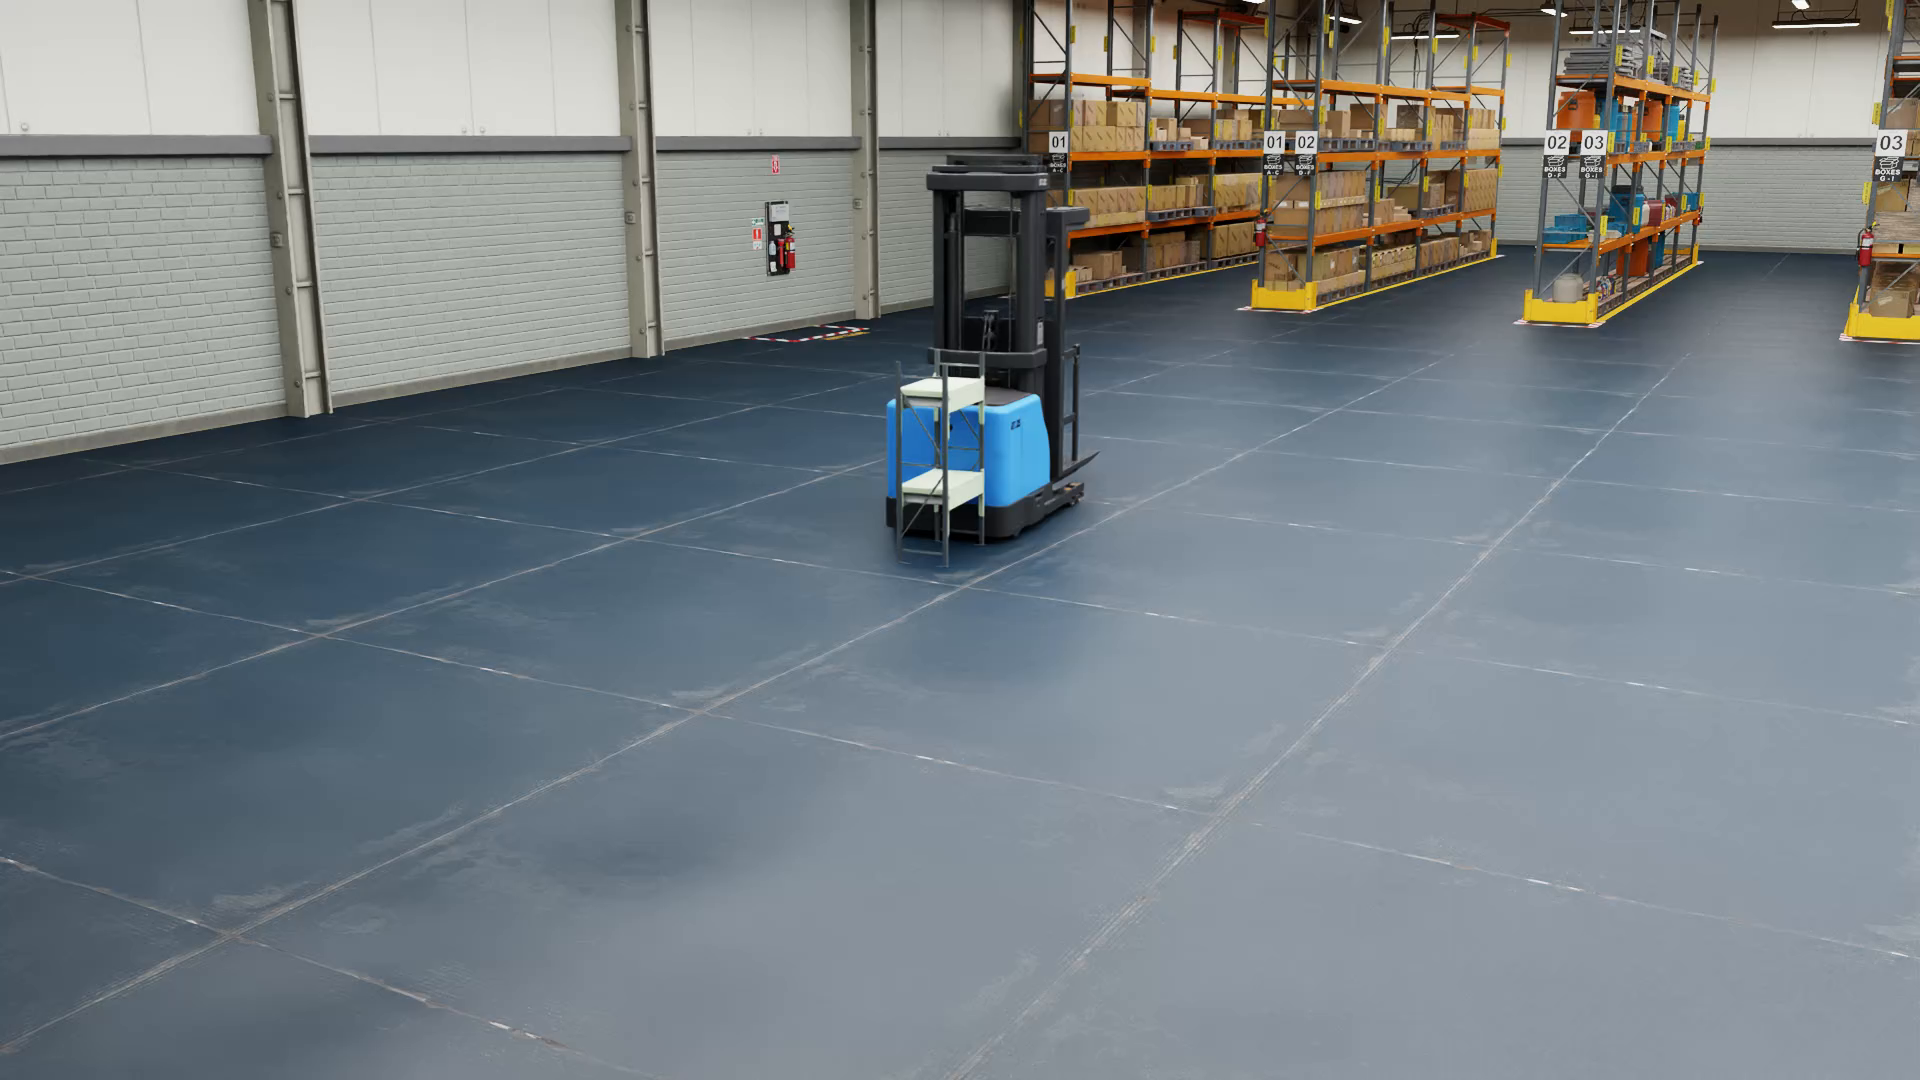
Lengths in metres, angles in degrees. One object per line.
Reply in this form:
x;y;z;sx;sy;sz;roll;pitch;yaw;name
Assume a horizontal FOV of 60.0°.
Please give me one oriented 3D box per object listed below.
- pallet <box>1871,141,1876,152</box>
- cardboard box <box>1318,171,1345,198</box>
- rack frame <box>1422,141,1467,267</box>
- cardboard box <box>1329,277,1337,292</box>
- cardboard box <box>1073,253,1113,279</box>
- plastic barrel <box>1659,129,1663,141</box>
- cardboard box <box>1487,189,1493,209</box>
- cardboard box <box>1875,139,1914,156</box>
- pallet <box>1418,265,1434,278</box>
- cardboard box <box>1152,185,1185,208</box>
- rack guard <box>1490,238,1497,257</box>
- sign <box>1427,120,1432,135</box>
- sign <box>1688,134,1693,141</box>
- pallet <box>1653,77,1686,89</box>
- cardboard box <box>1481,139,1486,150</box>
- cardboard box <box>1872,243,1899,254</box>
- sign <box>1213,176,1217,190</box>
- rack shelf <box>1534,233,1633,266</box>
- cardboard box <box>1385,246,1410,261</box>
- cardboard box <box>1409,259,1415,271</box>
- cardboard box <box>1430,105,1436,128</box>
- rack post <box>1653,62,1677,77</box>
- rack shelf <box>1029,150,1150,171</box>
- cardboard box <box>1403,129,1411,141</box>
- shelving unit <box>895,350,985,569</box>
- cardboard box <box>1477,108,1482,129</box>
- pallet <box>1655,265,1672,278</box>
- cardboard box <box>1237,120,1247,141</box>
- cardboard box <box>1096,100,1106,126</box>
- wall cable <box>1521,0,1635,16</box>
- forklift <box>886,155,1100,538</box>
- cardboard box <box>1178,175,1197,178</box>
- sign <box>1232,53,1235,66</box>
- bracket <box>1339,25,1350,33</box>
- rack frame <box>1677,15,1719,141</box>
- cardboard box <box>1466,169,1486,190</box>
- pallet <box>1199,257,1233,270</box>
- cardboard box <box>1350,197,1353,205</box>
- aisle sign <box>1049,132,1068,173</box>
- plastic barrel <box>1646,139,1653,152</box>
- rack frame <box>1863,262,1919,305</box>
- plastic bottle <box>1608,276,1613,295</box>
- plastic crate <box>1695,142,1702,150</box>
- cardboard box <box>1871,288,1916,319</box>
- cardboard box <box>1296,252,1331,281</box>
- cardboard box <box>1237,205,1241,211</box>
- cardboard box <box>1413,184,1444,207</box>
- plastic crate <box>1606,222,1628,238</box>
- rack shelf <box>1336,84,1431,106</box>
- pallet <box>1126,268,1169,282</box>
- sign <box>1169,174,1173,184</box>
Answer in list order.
18.833;-7.811;33.037;1.213;0.211;1.003;8;16;31;pallet
7.028;-6.888;32.222;0.700;0.500;0.500;7;15;28;cardboard box
11.832;-8.250;40.856;1.000;3.000;0.127;7;15;28;rack frame
6.965;-4.946;32.121;0.500;0.250;0.500;7;15;28;cardboard box
2.780;-5.741;34.843;0.700;0.500;0.500;6;15;25;cardboard box
14.946;-8.646;35.532;0.294;0.245;0.294;0;14;0;plastic barrel
13.540;-8.890;43.296;0.500;0.500;0.500;8;15;29;cardboard box
14.712;-6.178;26.181;0.500;0.250;0.500;8;16;29;cardboard box
10.292;-6.223;38.396;1.003;0.211;1.213;7;15;28;pallet
4.759;-7.897;38.238;0.700;0.500;0.500;7;15;28;cardboard box
13.729;-7.840;44.488;1.175;0.500;0.348;7;15;28;rack guard
10.380;-9.113;36.763;0.100;0.325;0.005;7;15;28;sign
16.647;-9.088;37.912;0.100;0.325;0.005;7;15;28;sign
14.608;-9.643;35.086;1.213;0.211;1.003;7;15;28;pallet
13.011;-10.015;42.095;0.500;0.250;0.500;7;15;28;cardboard box
14.658;-4.625;26.354;0.380;0.149;0.250;7;15;28;cardboard box
6.040;-8.455;39.403;0.100;0.325;0.005;7;15;28;sign
11.332;-5.287;30.099;1.077;0.370;4.000;7;15;28;rack shelf
9.615;-6.327;36.652;0.500;0.311;0.500;7;15;27;cardboard box
9.857;-6.162;37.163;0.500;0.250;0.500;8;16;29;cardboard box
10.608;-9.721;38.208;0.500;0.500;0.500;7;15;28;cardboard box
14.547;-9.901;35.062;0.954;0.300;0.937;7;15;28;rack post
2.659;-7.868;34.403;1.077;0.370;4.000;7;15;28;rack shelf
9.491;-8.810;36.202;0.500;0.250;0.500;8;16;30;cardboard box
-0.140;-0.618;12.398;0.431;1.500;0.755;5;15;21;shelving unit
12.636;-10.537;41.595;0.700;0.500;0.500;7;15;28;cardboard box
15.757;-6.179;38.215;1.003;0.211;1.213;7;15;28;pallet
6.760;-10.242;41.565;0.700;0.500;0.500;7;15;27;cardboard box
2.616;-8.607;33.544;0.500;0.500;0.500;8;16;30;cardboard box
17.552;-16.168;47.040;3.097;2.526;0.112;7;15;28;wall cable
0.431;-1.743;14.010;1.130;2.935;3.031;5;15;21;forklift
5.552;-8.680;40.148;0.500;0.250;0.500;8;16;30;cardboard box
7.020;-12.326;42.631;0.100;0.325;0.005;7;15;28;sign
11.632;-15.481;50.367;0.235;0.232;0.430;7;15;28;bracket
18.100;-11.426;41.226;1.000;3.000;0.127;7;15;28;rack frame
13.053;-9.167;42.312;0.500;0.500;0.500;8;16;30;cardboard box
6.007;-6.788;40.739;1.003;0.211;1.213;7;15;28;pallet
7.527;-6.685;32.763;0.380;0.149;0.250;7;15;28;cardboard box
1.920;-7.564;32.462;0.394;0.787;0.004;7;15;28;aisle sign
13.822;-7.971;33.594;0.301;0.262;0.301;0;14;0;plastic barrel
16.635;-5.486;29.389;1.000;3.000;0.127;7;15;28;rack frame
12.147;-4.769;31.129;0.144;0.351;0.185;7;15;25;plastic bottle
17.873;-9.630;40.629;0.450;0.188;0.336;7;15;28;plastic crate
15.017;-3.781;26.752;0.500;0.500;0.500;11;17;38;cardboard box
6.725;-5.208;31.607;0.500;0.500;0.500;7;15;28;cardboard box
6.787;-8.288;41.506;0.380;0.149;0.250;8;16;30;cardboard box
11.032;-8.134;39.262;0.700;0.500;0.500;3;14;14;cardboard box
12.001;-5.717;30.665;0.499;0.251;0.616;7;15;28;plastic crate
8.931;-9.392;35.178;1.077;0.370;4.000;7;15;28;rack shelf
4.001;-5.974;37.363;1.003;0.211;1.213;7;15;28;pallet
5.073;-8.615;39.899;0.100;0.325;0.005;7;15;28;sign
